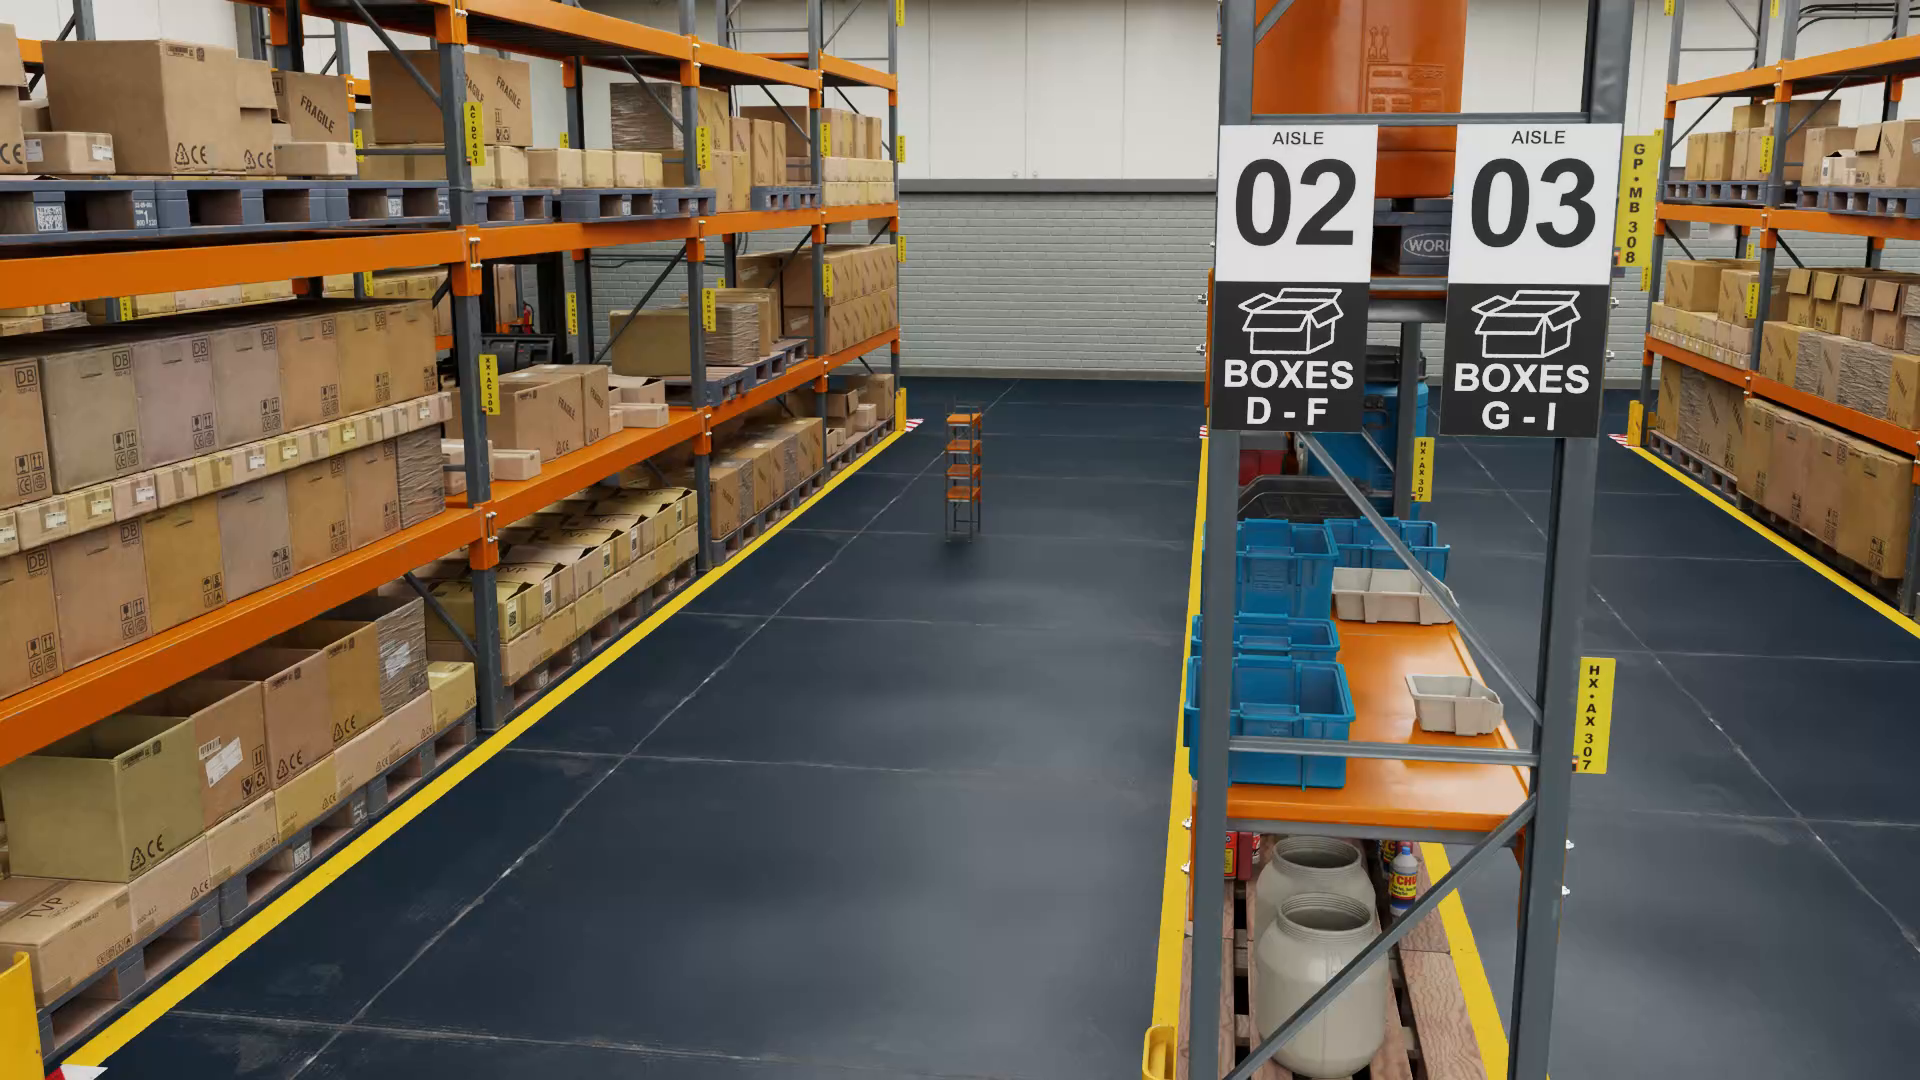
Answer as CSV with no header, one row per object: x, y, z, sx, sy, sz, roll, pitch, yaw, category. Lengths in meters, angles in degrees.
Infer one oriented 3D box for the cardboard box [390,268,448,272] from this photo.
-6.330,-2.947,20.337,0.980,0.700,0.700,2,12,8,cardboard box

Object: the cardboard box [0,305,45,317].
-7.449,-1.834,13.063,0.380,0.149,0.250,0,12,-1,cardboard box

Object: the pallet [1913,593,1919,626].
7.171,0.614,11.144,1.003,0.211,1.213,2,12,9,pallet

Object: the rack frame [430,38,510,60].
-6.160,-5.991,20.935,1.000,3.000,0.127,2,12,9,rack frame

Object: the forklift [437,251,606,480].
-4.384,-1.778,15.788,1.130,2.935,3.031,2,12,8,forklift

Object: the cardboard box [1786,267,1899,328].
7.818,-2.151,14.734,0.797,0.503,0.637,2,12,7,cardboard box

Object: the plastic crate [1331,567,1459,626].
1.784,0.235,6.907,0.530,0.136,0.437,2,12,9,plastic crate

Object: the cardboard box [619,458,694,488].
-2.584,-0.429,14.254,0.500,0.500,0.500,2,12,11,cardboard box

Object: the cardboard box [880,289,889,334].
-1.141,-2.738,19.840,0.500,0.500,0.500,2,12,9,cardboard box

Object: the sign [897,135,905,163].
-0.720,-4.776,20.313,0.100,0.325,0.005,2,12,9,sign

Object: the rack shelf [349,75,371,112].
-6.468,-5.028,19.121,1.077,0.370,4.000,2,12,9,rack shelf

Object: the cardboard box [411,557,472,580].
-3.258,0.262,10.359,0.500,0.311,0.500,2,12,10,cardboard box

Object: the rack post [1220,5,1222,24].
2.001,-3.683,9.748,1.013,1.000,3.121,2,12,9,rack post

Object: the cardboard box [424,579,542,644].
-2.801,0.386,9.783,0.500,0.311,0.500,2,12,9,cardboard box

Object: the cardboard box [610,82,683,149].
-2.422,-3.328,13.087,0.500,0.500,0.500,2,12,9,cardboard box

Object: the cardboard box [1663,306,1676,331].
8.109,-2.450,18.391,0.500,0.250,0.500,2,12,8,cardboard box

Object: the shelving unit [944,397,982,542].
0.025,-0.621,14.527,0.258,1.200,0.503,2,12,9,shelving unit

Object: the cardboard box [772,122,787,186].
-2.030,-3.733,16.105,0.600,0.600,0.600,1,12,3,cardboard box

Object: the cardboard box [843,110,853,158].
-1.555,-4.377,17.951,0.700,0.500,0.500,2,12,9,cardboard box

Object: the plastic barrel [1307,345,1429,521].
2.142,-0.555,8.761,0.600,0.901,0.708,2,12,9,plastic barrel

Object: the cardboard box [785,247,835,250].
-1.749,-3.140,19.332,0.500,0.500,0.500,2,12,9,cardboard box

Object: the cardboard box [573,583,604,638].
-2.647,0.448,10.827,0.500,0.250,0.500,1,12,7,cardboard box

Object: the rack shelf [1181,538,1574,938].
1.476,0.528,6.630,1.077,0.370,4.000,2,12,9,rack shelf

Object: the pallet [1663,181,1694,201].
8.419,-3.846,18.308,1.003,0.211,1.213,2,12,9,pallet

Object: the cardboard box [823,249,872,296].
-1.293,-3.015,18.753,0.500,0.500,0.500,2,12,10,cardboard box

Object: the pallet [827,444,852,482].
-1.774,-0.846,17.919,1.003,0.211,1.213,2,12,9,pallet

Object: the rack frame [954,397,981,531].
0.063,-0.672,14.763,0.240,1.200,0.015,2,12,9,rack frame

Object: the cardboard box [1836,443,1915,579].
7.419,-0.222,12.448,1.225,0.875,0.875,1,12,6,cardboard box

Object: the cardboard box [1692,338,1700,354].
7.868,-2.016,17.326,0.380,0.149,0.250,2,12,10,cardboard box

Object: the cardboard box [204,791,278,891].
-3.273,1.258,7.067,0.500,0.250,0.500,2,12,9,cardboard box

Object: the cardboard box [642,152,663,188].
-2.510,-2.736,12.307,0.500,0.250,0.500,1,12,4,cardboard box

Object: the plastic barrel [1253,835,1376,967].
1.271,1.360,5.972,0.421,0.512,0.421,0,12,0,plastic barrel

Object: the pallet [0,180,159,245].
-3.591,-1.138,5.743,1.003,0.211,1.213,2,12,9,pallet

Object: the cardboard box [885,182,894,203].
-1.084,-4.177,19.989,0.500,0.250,0.500,2,12,9,cardboard box

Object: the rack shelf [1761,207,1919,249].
7.600,-2.443,13.297,1.077,0.370,4.000,2,12,9,rack shelf

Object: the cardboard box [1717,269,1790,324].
7.795,-2.392,16.342,0.500,0.500,0.500,2,12,9,cardboard box

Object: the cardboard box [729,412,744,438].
-2.349,-1.125,15.703,0.500,0.250,0.500,2,12,9,cardboard box

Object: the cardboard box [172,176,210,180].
-7.245,-3.453,14.996,0.700,0.500,0.500,3,12,12,cardboard box

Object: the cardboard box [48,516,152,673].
-3.565,0.176,6.317,0.700,0.500,0.500,2,12,10,cardboard box

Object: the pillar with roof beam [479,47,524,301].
-2.346,-6.442,23.026,9.100,9.000,0.400,2,12,9,pillar with roof beam

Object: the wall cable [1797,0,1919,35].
12.798,-8.148,23.305,2.277,5.999,0.120,2,12,9,wall cable

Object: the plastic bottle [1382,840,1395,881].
1.808,1.273,6.899,0.097,0.271,0.097,0,12,0,plastic bottle

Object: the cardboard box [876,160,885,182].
-1.169,-4.317,19.455,0.500,0.250,0.500,2,12,9,cardboard box

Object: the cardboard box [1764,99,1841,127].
8.059,-4.076,15.916,0.500,0.250,0.500,1,12,5,cardboard box

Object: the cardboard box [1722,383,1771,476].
8.088,-1.046,16.274,0.875,0.875,0.875,2,12,9,cardboard box

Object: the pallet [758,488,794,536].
-2.153,-0.278,15.282,1.003,0.211,1.213,2,12,9,pallet

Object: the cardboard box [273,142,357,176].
-3.026,-1.758,7.680,0.380,0.149,0.250,2,12,9,cardboard box

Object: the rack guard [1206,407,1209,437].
3.620,-1.521,20.366,1.175,0.500,0.348,2,12,9,rack guard

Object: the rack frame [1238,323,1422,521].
1.783,-0.240,8.486,1.000,3.000,0.127,2,12,9,rack frame

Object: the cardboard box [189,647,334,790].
-3.190,0.787,7.470,0.500,0.500,0.500,2,12,9,cardboard box

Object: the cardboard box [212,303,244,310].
-6.896,-1.902,15.210,0.500,0.500,0.500,2,12,8,cardboard box

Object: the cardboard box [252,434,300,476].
-3.175,-0.384,7.377,0.380,0.149,0.250,2,12,11,cardboard box

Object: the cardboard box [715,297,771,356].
-2.091,-1.951,15.191,0.700,0.500,0.500,-1,12,-6,cardboard box

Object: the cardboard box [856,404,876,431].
-1.281,-1.452,19.594,0.500,0.250,0.500,2,12,9,cardboard box

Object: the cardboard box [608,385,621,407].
-2.824,-1.010,12.273,0.500,0.311,0.500,2,12,8,cardboard box

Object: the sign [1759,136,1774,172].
7.359,-3.520,15.172,0.100,0.325,0.005,2,12,9,sign

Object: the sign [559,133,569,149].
-3.031,-2.971,12.811,0.100,0.325,0.005,2,12,9,sign

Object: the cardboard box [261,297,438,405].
-3.173,-0.992,8.658,0.700,0.500,0.500,2,12,9,cardboard box
